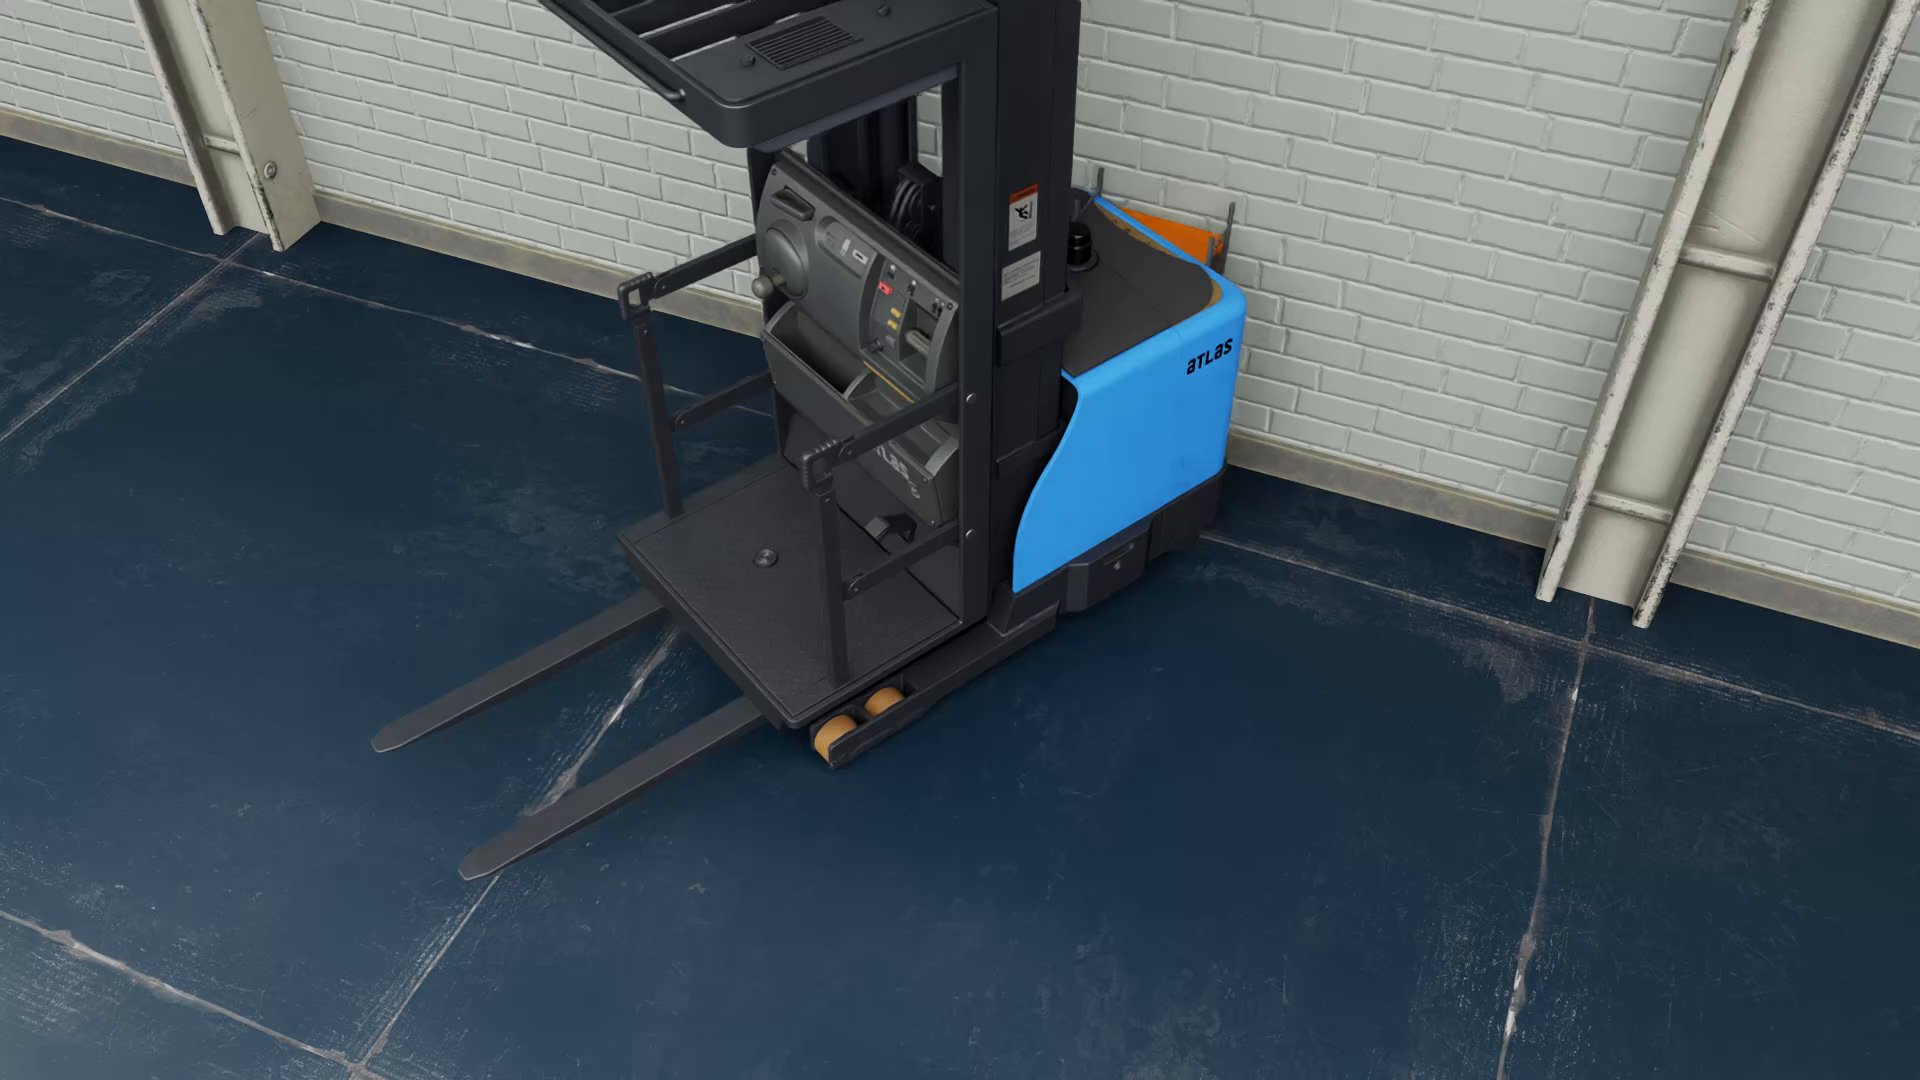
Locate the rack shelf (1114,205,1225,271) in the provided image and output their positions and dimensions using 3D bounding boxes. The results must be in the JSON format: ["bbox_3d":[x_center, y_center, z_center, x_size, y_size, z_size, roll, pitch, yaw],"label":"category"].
[{"bbox_3d":[0.670,-1.022,5.888,0.480,0.148,0.258,19,48,16],"label":"rack shelf"}]

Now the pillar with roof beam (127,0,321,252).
[{"bbox_3d":[-4.864,-1.853,1.732,0.400,9.000,9.100,16,47,16],"label":"pillar with roof beam"}]

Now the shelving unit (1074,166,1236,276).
[{"bbox_3d":[0.660,-0.745,6.166,0.503,1.200,0.258,19,48,16],"label":"shelving unit"}]

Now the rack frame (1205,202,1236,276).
[{"bbox_3d":[0.881,-0.668,6.097,0.015,1.200,0.240,19,48,16],"label":"rack frame"}]

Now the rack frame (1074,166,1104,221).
[{"bbox_3d":[0.439,-0.822,6.235,0.015,1.200,0.240,19,48,16],"label":"rack frame"}]

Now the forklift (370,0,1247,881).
[{"bbox_3d":[-0.486,-0.721,4.896,3.031,2.935,1.130,-29,52,-26],"label":"forklift"}]
